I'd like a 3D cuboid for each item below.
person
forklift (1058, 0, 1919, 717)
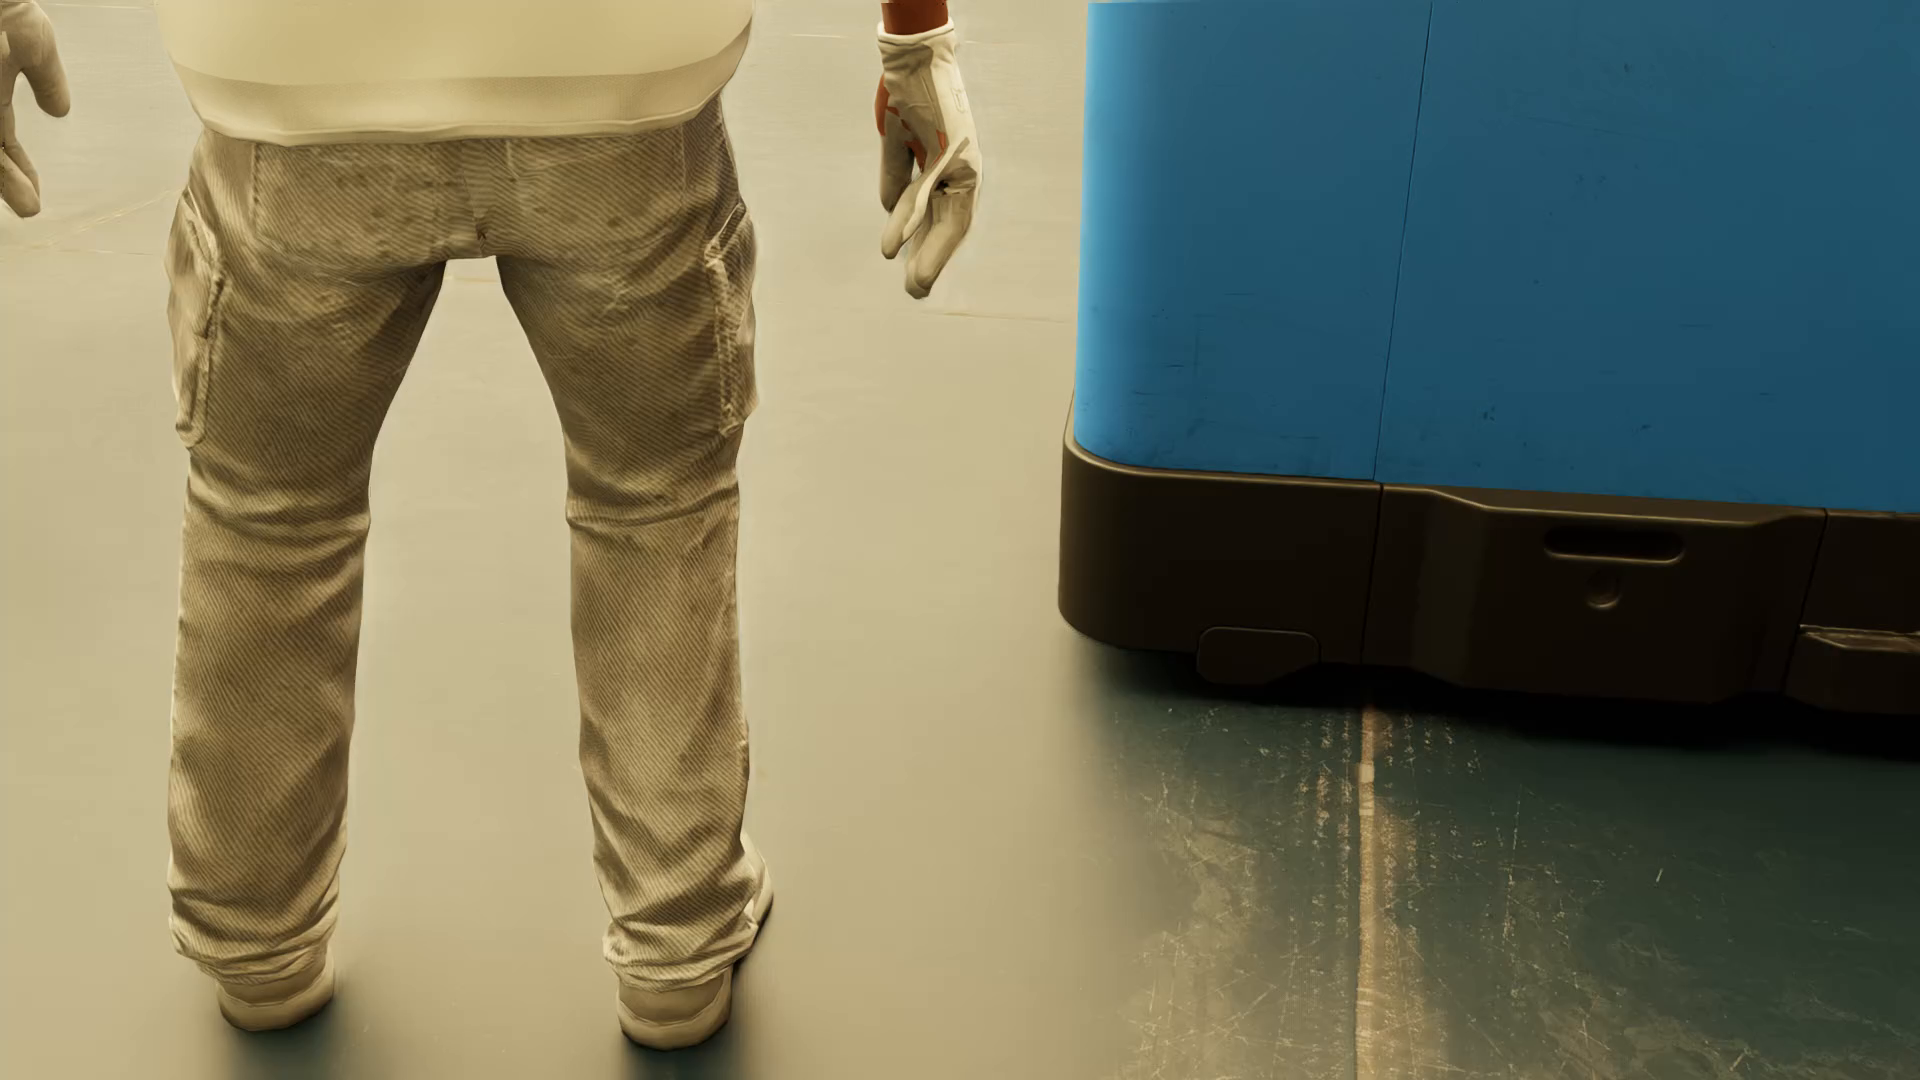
[{"bbox_3d":[-0.394,-0.377,1.302,0.812,1.754,0.414,-4,27,-9],"label":"person"},{"bbox_3d":[1.688,-1.252,1.728,3.031,2.935,1.130,4,27,7],"label":"forklift"}]
